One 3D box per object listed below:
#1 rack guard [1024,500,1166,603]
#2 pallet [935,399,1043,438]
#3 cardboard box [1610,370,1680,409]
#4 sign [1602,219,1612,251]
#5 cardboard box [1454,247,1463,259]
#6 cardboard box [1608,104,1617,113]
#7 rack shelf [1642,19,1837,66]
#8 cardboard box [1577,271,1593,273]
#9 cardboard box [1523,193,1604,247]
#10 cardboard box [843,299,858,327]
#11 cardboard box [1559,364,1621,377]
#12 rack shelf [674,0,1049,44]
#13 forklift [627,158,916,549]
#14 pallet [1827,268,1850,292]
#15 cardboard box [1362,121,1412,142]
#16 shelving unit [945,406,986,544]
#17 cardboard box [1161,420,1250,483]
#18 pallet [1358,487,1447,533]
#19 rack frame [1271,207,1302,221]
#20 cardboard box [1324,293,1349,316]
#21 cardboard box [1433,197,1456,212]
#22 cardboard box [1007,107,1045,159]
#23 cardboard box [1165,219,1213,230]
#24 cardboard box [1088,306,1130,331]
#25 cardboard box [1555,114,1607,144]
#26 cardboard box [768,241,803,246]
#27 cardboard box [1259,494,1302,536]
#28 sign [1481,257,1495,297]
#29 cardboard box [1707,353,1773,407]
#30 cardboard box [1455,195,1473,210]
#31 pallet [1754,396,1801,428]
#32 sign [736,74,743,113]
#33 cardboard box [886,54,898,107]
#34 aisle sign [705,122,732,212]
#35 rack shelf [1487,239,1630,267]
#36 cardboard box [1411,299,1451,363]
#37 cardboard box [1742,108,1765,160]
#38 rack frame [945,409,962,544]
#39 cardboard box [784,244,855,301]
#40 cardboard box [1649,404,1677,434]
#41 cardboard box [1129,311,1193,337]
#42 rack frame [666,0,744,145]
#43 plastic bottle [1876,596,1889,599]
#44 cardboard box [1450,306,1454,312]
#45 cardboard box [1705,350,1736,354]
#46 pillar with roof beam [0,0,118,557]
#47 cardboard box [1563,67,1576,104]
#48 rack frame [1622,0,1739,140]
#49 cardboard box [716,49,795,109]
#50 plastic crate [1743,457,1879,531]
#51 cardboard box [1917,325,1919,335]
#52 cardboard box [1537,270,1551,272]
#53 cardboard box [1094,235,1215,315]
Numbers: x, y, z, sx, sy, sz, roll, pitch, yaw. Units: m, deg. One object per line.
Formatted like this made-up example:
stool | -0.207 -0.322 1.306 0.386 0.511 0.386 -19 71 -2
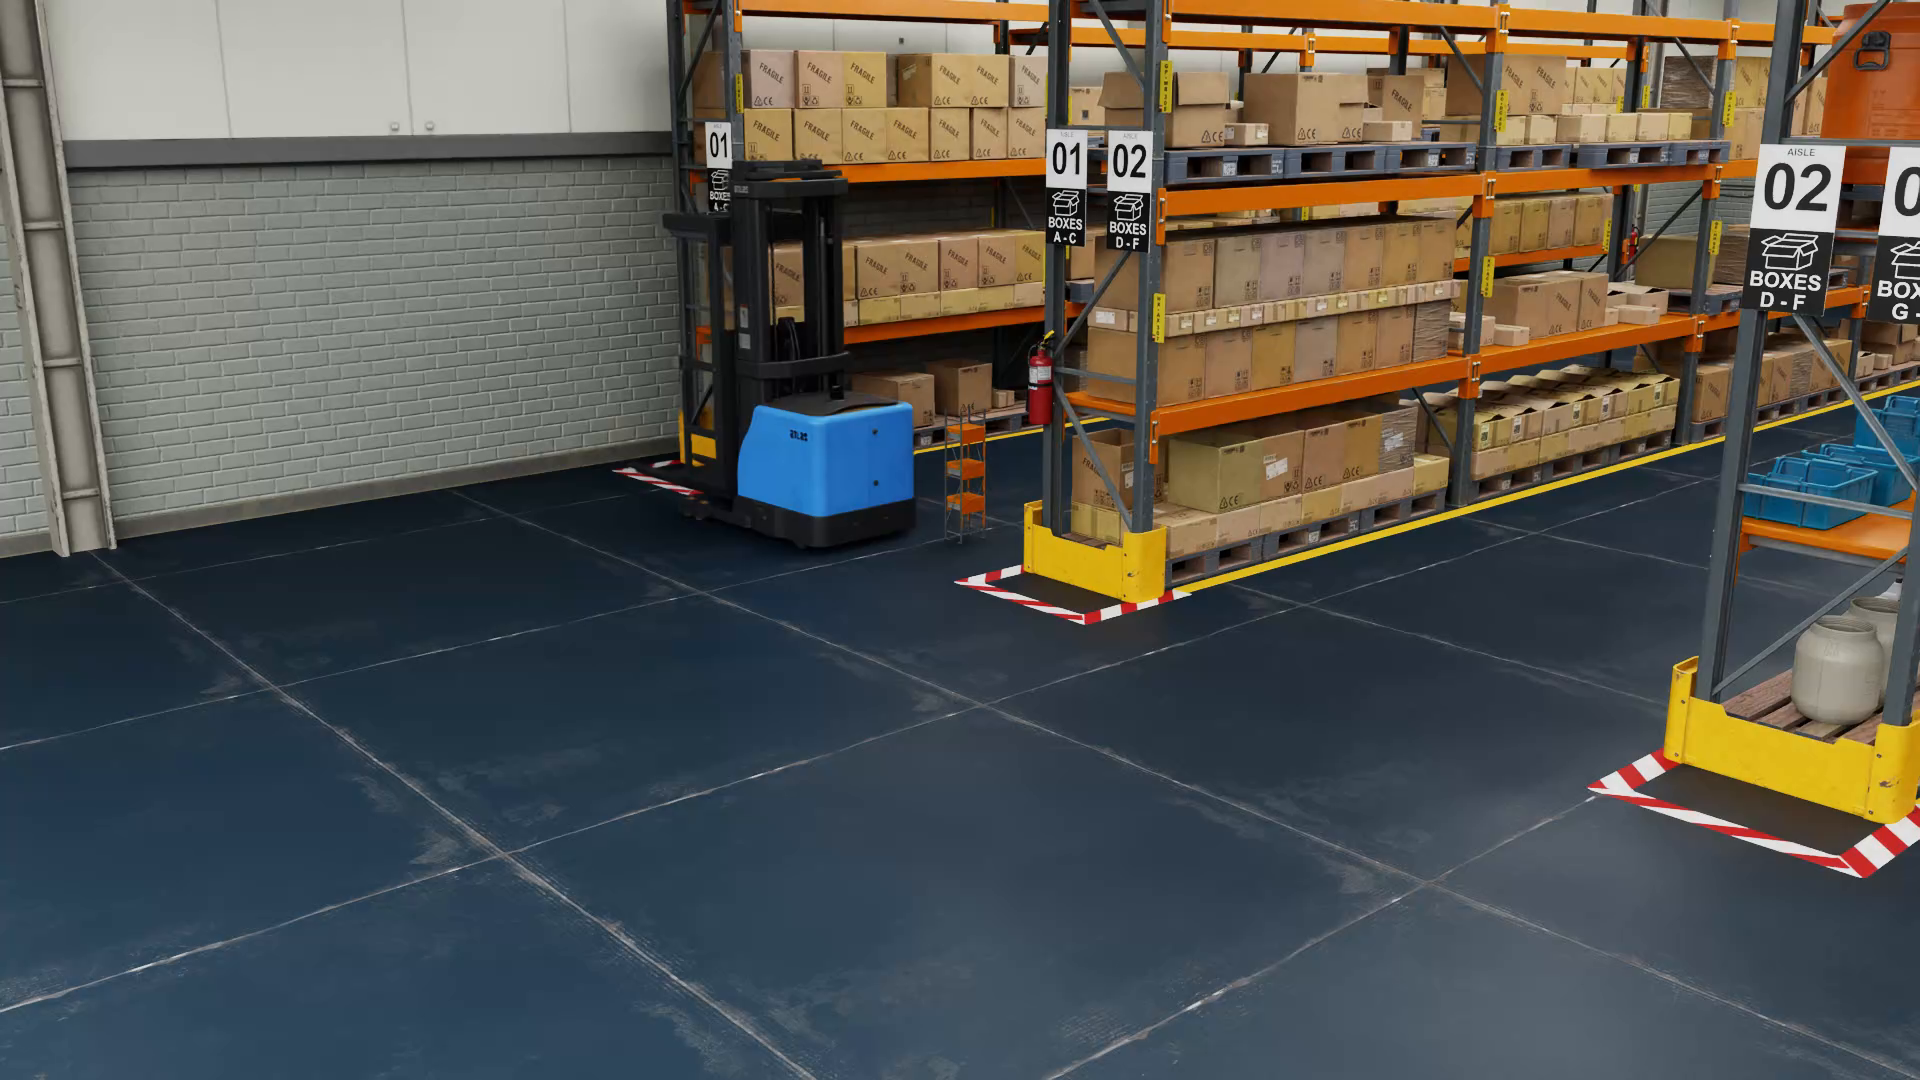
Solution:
rack guard | 0.962 0.064 12.040 0.348 0.500 1.175 -13 19 -39
pallet | 0.259 -1.321 17.786 1.213 0.211 1.003 -13 19 -39
cardboard box | 6.781 -1.511 16.523 0.500 0.311 0.500 -12 19 -38
sign | 6.651 -3.128 17.057 0.005 0.325 0.100 -13 19 -39
cardboard box | 6.534 -3.873 22.383 0.250 0.149 0.380 -12 19 -38
cardboard box | 9.417 -6.274 24.396 0.500 0.250 0.500 -12 19 -38
rack shelf | 8.523 -5.199 17.445 4.000 0.370 1.077 -13 19 -39
cardboard box | 9.355 -3.935 24.942 0.250 0.149 0.380 -13 20 -40
cardboard box | 8.875 -4.753 24.649 0.700 0.700 0.980 -13 20 -40
cardboard box | -1.316 -2.160 15.776 0.500 0.250 0.500 -13 20 -41
cardboard box | 6.427 -1.617 16.917 0.500 0.311 0.500 -12 19 -38
rack shelf | -0.766 -4.999 15.929 4.000 0.370 1.077 -13 19 -39
forklift | -1.722 -1.655 13.768 1.130 2.935 3.031 -13 20 -41
pallet | 9.358 -2.973 18.941 1.213 0.211 1.003 -13 19 -39
cardboard box | 3.267 -3.166 12.879 0.250 0.149 0.380 -13 19 -39
shelving unit | 0.040 -0.516 13.148 0.252 1.050 0.215 -13 20 -39
cardboard box | 1.934 -0.705 13.139 0.500 0.500 0.500 -13 19 -39
pallet | 3.370 -0.351 14.156 1.213 0.211 1.003 -13 19 -39
rack frame | 3.760 -3.466 20.415 0.127 3.000 1.000 -13 19 -39
cardboard box | 2.775 -1.839 12.870 0.250 0.149 0.380 -12 19 -38
cardboard box | 6.201 -4.494 22.001 0.500 0.250 0.500 -12 19 -38
cardboard box | 0.522 -4.162 16.973 0.500 0.500 0.500 -12 19 -38
cardboard box | 2.487 -3.430 19.233 0.500 0.500 0.700 -13 19 -39
cardboard box | 1.143 -1.611 12.018 0.250 0.149 0.380 -13 20 -40
cardboard box | 5.480 -3.717 15.016 0.500 0.250 0.500 14 20 42
cardboard box | -1.673 -2.615 16.027 0.500 0.500 0.500 -12 19 -39
cardboard box | 2.282 -0.239 12.848 0.500 0.250 0.500 -13 19 -39
sign | 4.363 -2.174 13.745 0.005 0.325 0.100 -13 19 -39
cardboard box | 8.319 -1.703 17.804 0.500 0.500 0.500 -13 20 -40
cardboard box | 6.593 -4.579 22.318 0.500 0.250 0.500 -12 19 -38
pallet | 8.523 -1.480 18.382 1.213 0.211 1.003 -13 19 -39
sign | -1.919 -3.877 14.446 0.005 0.325 0.100 -13 19 -39
cardboard box | -0.946 -4.483 16.238 0.500 0.500 0.500 -13 20 -39
aisle sign | -2.132 -3.297 14.741 0.004 0.787 0.394 -13 19 -39
rack shelf | 8.286 -4.135 24.313 4.000 0.370 1.077 -13 19 -39
cardboard box | 3.667 -1.797 13.971 0.500 0.500 0.700 -13 20 -41
cardboard box | 7.706 -4.167 17.031 0.500 0.500 0.910 -13 19 -39
rack frame | -0.052 -0.496 13.071 0.008 1.050 0.200 -13 20 -39
cardboard box | -1.338 -2.515 15.651 0.500 0.500 0.500 -13 19 -39
cardboard box | 6.778 -1.241 16.596 0.500 0.250 0.500 -12 19 -38
cardboard box | 1.417 -1.534 11.728 0.250 0.149 0.380 -13 20 -40
rack frame | -2.275 -5.010 14.567 0.127 3.000 1.000 -13 19 -39
plastic bottle | 5.534 0.487 10.040 0.135 0.276 0.152 -12 19 -39
cardboard box | 4.540 -1.945 14.979 0.258 0.266 0.396 -13 20 -41
cardboard box | 8.349 -1.889 18.502 0.500 0.500 0.500 -14 20 -41
pillar with roof beam | -4.015 -3.442 8.699 0.400 9.000 9.100 -13 19 -39
cardboard box | 8.252 -6.373 23.316 0.500 0.500 0.500 -12 19 -39
rack frame | 7.015 -5.401 16.033 0.127 3.000 1.000 -13 19 -39
cardboard box | -1.825 -4.119 14.877 0.500 0.500 0.500 14 21 43
plastic crate | 4.410 -0.254 8.675 0.616 0.251 0.499 -13 19 -39
cardboard box | 12.801 -2.723 21.622 0.500 0.500 0.500 -13 19 -39
cardboard box | 8.914 -3.966 25.059 0.250 0.149 0.380 -13 19 -39
cardboard box | 1.380 -1.908 11.873 0.500 0.500 0.700 -13 19 -39
